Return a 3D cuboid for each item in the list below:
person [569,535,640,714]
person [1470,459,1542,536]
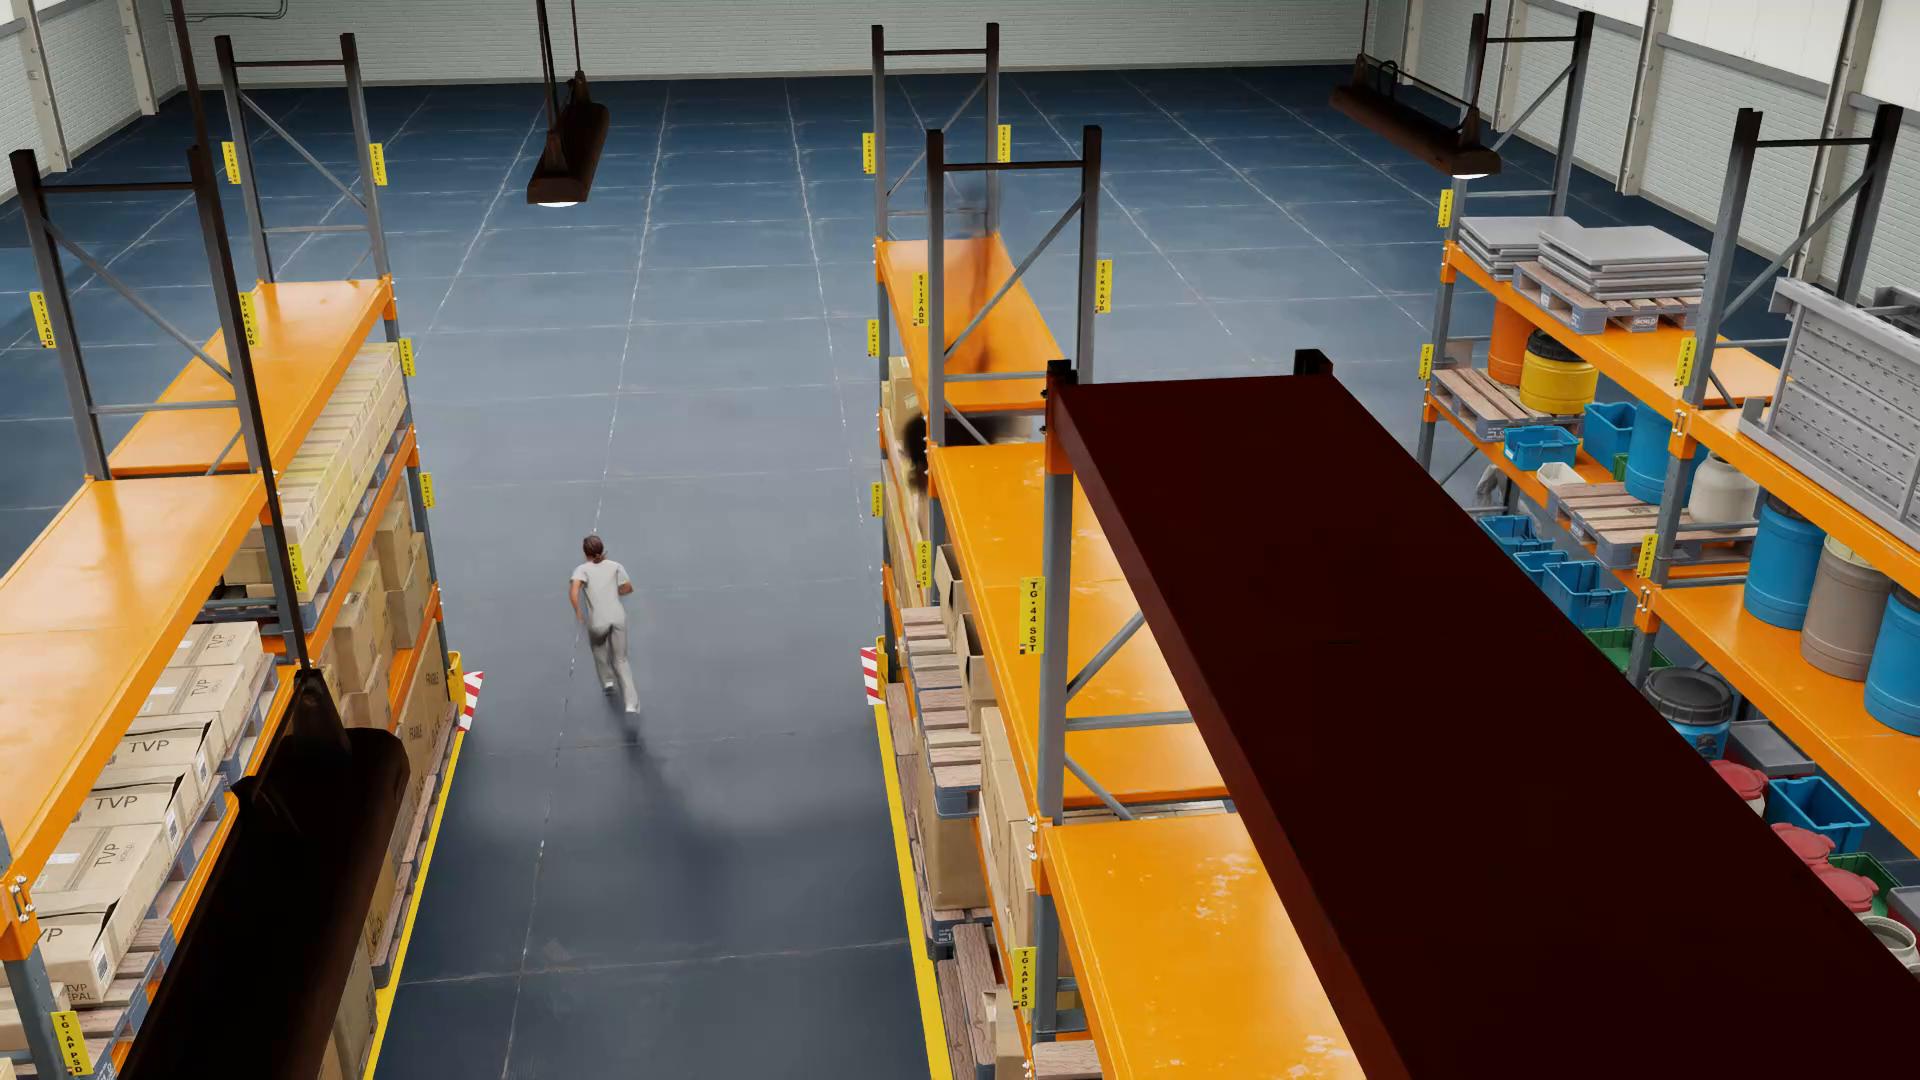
[{"bbox_3d":[-3.151,0.842,14.953,0.606,1.626,0.963,-13,29,-26],"label":"person"},{"bbox_3d":[5.960,-0.811,18.100,0.911,1.802,0.636,8,27,16],"label":"person"}]
